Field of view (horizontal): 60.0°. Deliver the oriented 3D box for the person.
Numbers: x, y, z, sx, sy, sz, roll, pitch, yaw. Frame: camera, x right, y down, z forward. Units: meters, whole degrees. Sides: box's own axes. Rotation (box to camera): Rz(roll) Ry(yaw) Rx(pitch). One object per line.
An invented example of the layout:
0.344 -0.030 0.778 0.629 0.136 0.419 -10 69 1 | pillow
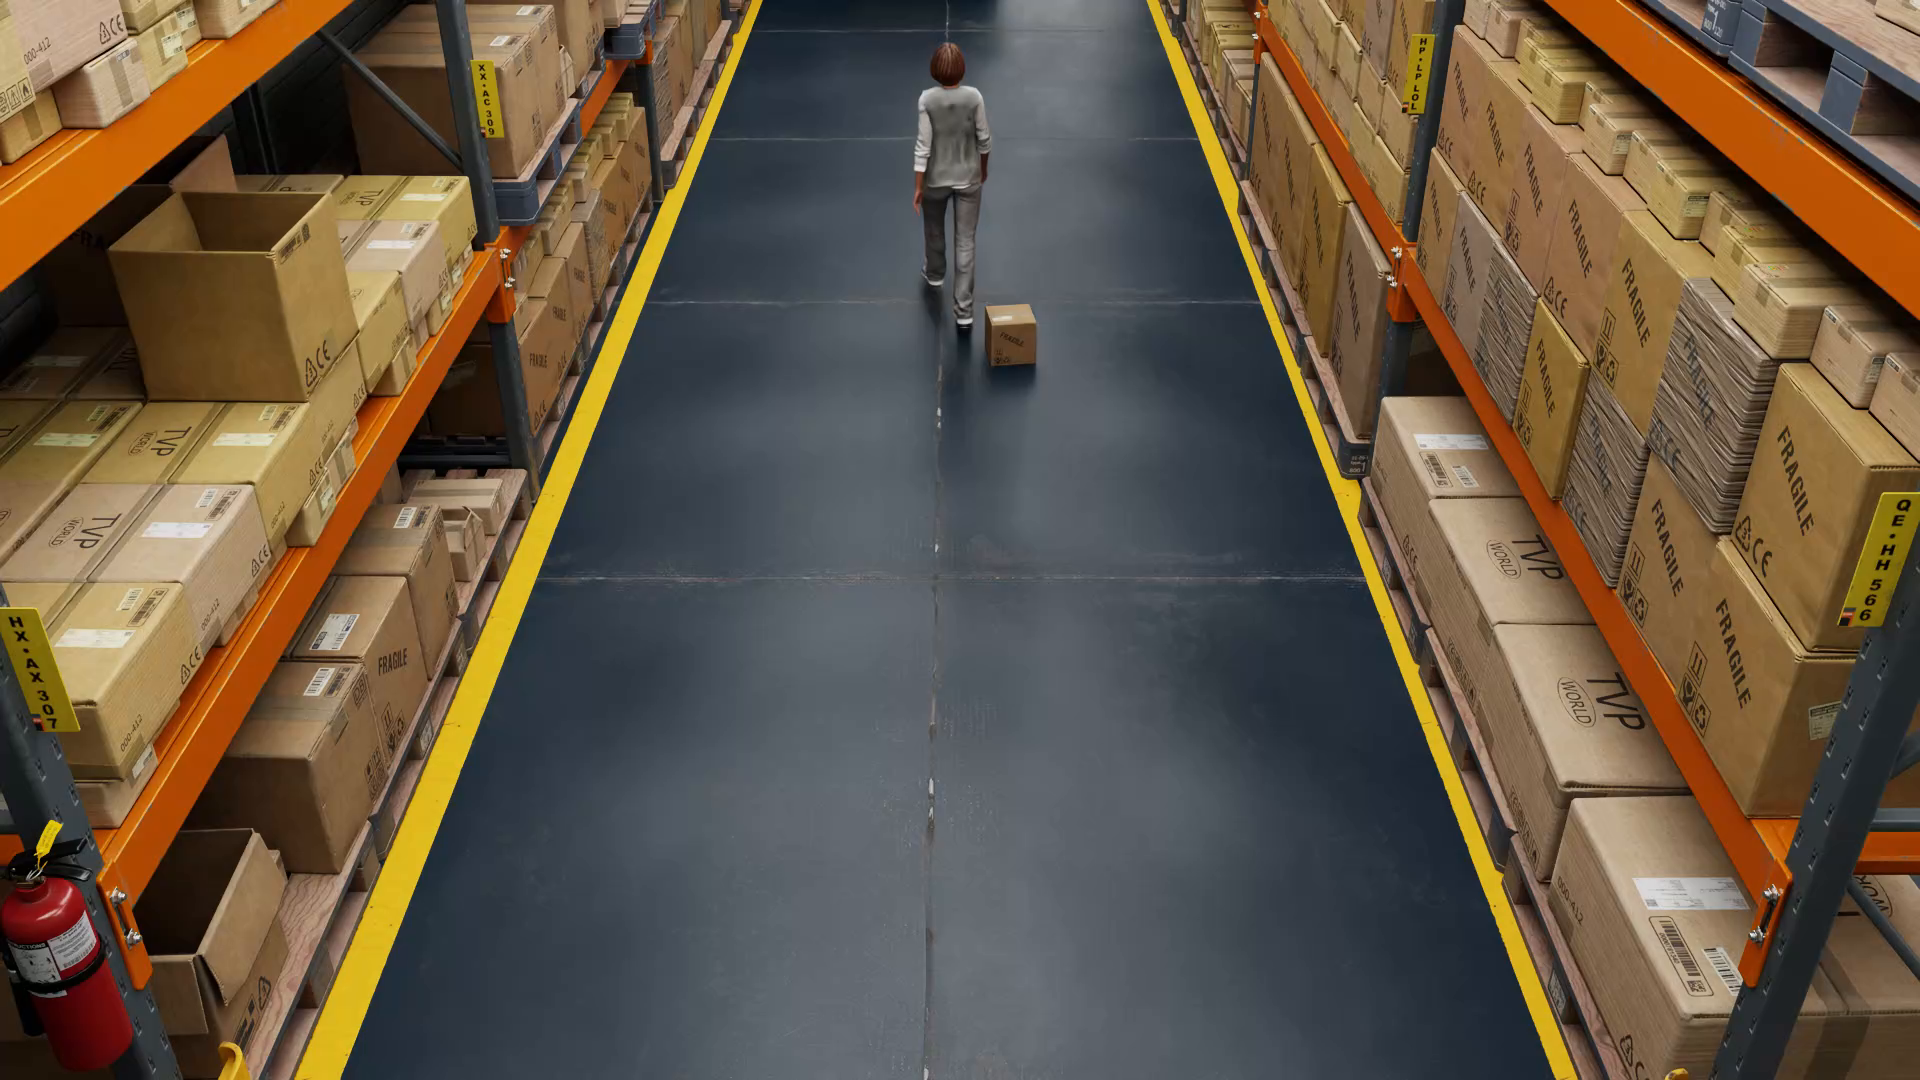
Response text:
-0.047 -2.077 9.460 0.444 1.537 0.900 -1 32 -2 | person
